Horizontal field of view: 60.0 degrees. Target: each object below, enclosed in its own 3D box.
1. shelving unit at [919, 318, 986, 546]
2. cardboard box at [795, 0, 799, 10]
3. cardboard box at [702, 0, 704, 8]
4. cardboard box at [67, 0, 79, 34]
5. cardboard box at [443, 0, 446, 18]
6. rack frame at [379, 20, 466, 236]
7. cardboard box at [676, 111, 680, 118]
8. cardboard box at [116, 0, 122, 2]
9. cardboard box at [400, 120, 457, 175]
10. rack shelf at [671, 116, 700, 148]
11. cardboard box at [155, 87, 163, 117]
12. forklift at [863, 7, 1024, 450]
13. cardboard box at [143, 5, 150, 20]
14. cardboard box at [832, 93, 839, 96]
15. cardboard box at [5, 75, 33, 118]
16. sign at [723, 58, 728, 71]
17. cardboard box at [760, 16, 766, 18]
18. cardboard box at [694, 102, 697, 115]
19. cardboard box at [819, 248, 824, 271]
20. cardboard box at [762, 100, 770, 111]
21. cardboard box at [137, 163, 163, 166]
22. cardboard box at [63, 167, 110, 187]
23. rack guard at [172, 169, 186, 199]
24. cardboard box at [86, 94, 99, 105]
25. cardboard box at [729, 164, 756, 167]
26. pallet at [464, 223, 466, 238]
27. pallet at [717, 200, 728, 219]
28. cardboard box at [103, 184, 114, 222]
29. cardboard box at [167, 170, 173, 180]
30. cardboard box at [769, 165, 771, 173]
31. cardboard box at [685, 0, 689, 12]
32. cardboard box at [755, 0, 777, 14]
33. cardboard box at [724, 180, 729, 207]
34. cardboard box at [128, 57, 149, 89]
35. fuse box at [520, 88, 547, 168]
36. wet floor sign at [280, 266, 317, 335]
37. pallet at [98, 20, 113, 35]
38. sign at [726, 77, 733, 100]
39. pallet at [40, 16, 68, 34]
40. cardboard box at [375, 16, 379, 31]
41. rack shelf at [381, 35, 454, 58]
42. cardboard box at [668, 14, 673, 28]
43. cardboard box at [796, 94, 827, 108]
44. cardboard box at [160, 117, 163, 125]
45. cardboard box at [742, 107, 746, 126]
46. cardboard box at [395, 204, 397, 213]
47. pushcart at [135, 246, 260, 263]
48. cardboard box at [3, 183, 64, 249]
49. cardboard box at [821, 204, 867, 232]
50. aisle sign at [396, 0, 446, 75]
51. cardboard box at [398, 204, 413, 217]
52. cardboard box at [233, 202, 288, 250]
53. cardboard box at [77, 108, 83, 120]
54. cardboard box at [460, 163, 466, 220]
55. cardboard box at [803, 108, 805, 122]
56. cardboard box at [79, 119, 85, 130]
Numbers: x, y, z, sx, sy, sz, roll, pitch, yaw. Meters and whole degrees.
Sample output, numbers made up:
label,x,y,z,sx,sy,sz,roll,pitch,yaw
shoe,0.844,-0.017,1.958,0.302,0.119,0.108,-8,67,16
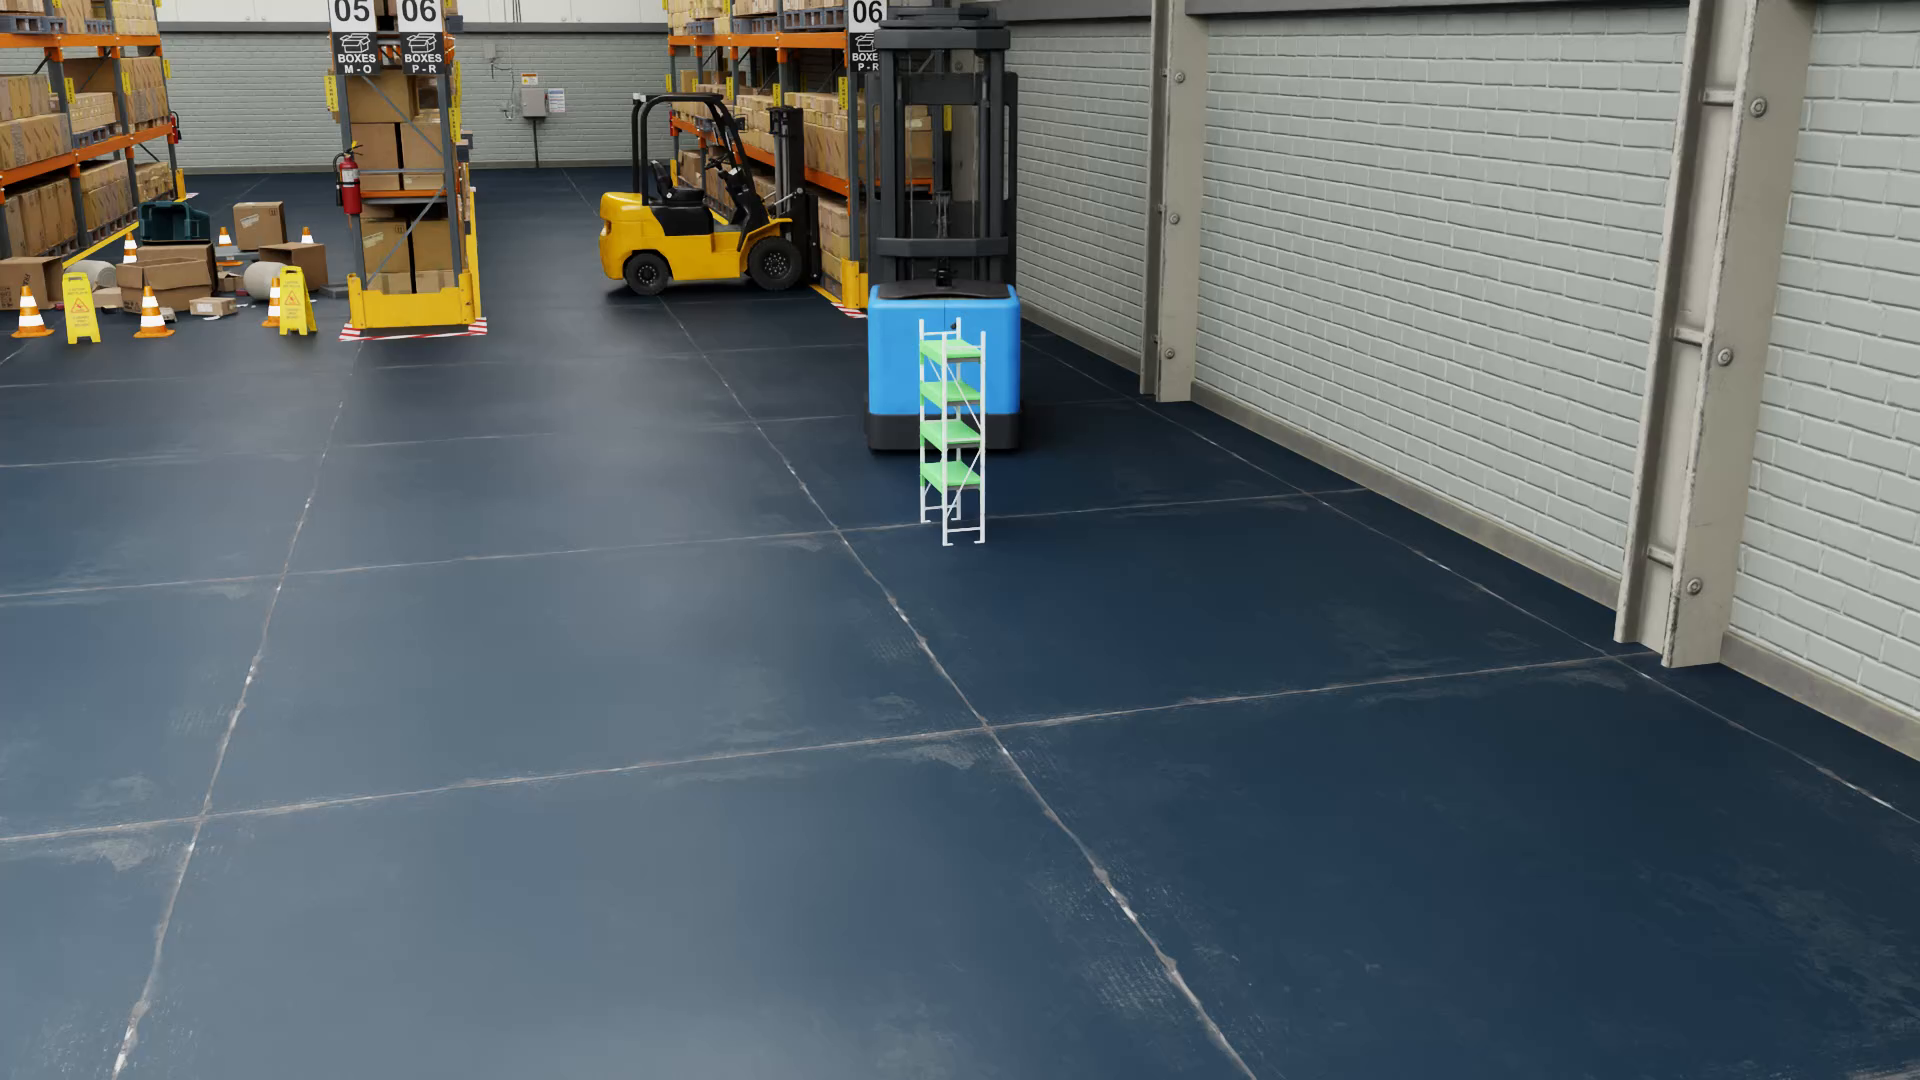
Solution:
label,x,y,z,sx,sy,sz,roll,pitch,yaw
shelving unit,-0.046,-0.620,9.432,0.258,1.200,0.503,-5,17,-15
cardboard box,-1.732,-6.290,19.498,0.380,0.149,0.250,-4,17,-14
cardboard box,-3.892,-8.538,26.464,0.380,0.149,0.250,-5,17,-15
cardboard box,-12.422,-7.181,22.755,0.500,0.500,0.500,-5,17,-15
cardboard box,-5.745,-5.678,17.669,0.500,0.250,0.500,-4,17,-14
rack frame,-7.645,-5.799,23.543,1.000,3.000,0.127,-5,17,-15
cardboard box,-5.246,-8.172,31.881,0.380,0.149,0.250,-5,17,-16
cardboard box,-13.517,-8.599,26.350,0.380,0.149,0.250,-5,17,-17
cardboard box,-5.310,-3.929,16.628,0.500,0.500,0.500,-5,17,-16
rack shelf,-4.523,-7.507,30.481,1.077,0.370,4.000,-5,17,-15
cardboard box,-14.068,-7.536,28.635,0.500,0.500,0.500,-5,17,-16
forklift,-0.139,-2.383,12.289,1.130,2.935,3.031,0,17,-1
cardboard box,-14.062,-8.948,28.204,0.500,0.250,0.500,-5,17,-17
cardboard box,-1.367,-5.450,20.562,0.380,0.149,0.250,-5,17,-17
cardboard box,-11.980,-5.500,20.635,0.700,0.500,0.500,-5,17,-16
sign,-4.533,-9.149,32.135,0.100,0.325,0.005,-5,17,-15
cardboard box,-2.797,-7.938,25.019,0.380,0.149,0.250,-5,17,-16
cardboard box,-4.347,-7.491,28.920,0.500,0.250,0.500,-4,17,-14
cardboard box,-1.364,-3.246,19.094,0.500,0.250,0.500,-5,17,-15
cardboard box,-2.461,-5.872,22.487,0.380,0.149,0.250,-5,17,-15
cardboard box,-14.172,-6.513,29.111,0.380,0.149,0.250,-4,17,-14
cardboard box,-12.597,-5.231,23.963,0.500,0.250,0.500,-5,17,-15
rack guard,-14.555,-6.374,29.803,1.175,0.500,0.348,-5,17,-15
cardboard box,-12.898,-6.469,24.448,0.380,0.149,0.250,-5,18,-17
cardboard box,-3.388,-5.773,25.944,0.380,0.149,0.250,-5,18,-17
pallet,-7.432,-4.247,23.224,1.003,0.211,1.213,-5,17,-15
pallet,-3.374,-5.403,27.073,1.003,0.211,1.213,-5,17,-15
cardboard box,-12.613,-4.880,24.098,0.500,0.500,0.500,-5,17,-17
cardboard box,-14.156,-6.447,29.410,0.380,0.149,0.250,-5,17,-17
cardboard box,-2.764,-5.751,25.872,0.380,0.149,0.250,-4,17,-14
cardboard box,-4.491,-9.306,28.878,0.500,0.250,0.500,-5,17,-16
cardboard box,-2.419,-7.122,21.985,0.500,0.311,0.500,-5,18,-17
cardboard box,-3.470,-5.580,26.430,0.500,0.500,0.500,-4,17,-13
cardboard box,-13.771,-7.725,27.527,0.500,0.500,0.500,-5,18,-17
fuse box,-9.356,-9.078,36.700,0.539,1.711,0.414,-5,17,-15
wet floor sign,-6.423,-2.321,16.058,0.267,0.644,0.232,1,17,4
pallet,-13.409,-7.653,24.829,1.213,0.211,1.003,-5,17,-15
sign,-3.393,-6.663,24.546,0.100,0.325,0.005,-5,17,-15
pallet,-12.149,-6.552,21.164,1.213,0.211,1.003,-4,17,-13
cardboard box,-5.814,-4.979,16.036,0.380,0.149,0.250,-5,17,-15
rack shelf,-8.195,-7.444,25.057,1.077,0.370,4.000,-5,17,-15
cardboard box,-5.213,-9.768,31.286,0.500,0.250,0.500,-5,17,-16
cardboard box,-1.763,-5.261,19.934,0.380,0.149,0.250,-4,17,-14
cardboard box,-14.182,-7.332,29.085,0.380,0.149,0.250,-5,17,-15
cardboard box,-2.850,-6.079,23.868,0.500,0.250,0.500,-4,17,-14
cardboard box,-6.149,-3.507,17.532,0.380,0.149,0.250,-4,17,-14
pushcart,-8.724,-3.242,19.591,1.648,0.377,0.936,-12,20,-34
cardboard box,-12.052,-4.086,21.022,1.050,0.750,0.750,-4,17,-14
cardboard box,-1.247,-3.586,18.488,0.500,0.250,0.500,-4,17,-14
aisle sign,-5.132,-4.838,15.827,0.394,0.787,0.004,-5,17,-15
cardboard box,-6.344,-3.461,18.505,0.500,0.500,0.500,-4,17,-12
cardboard box,-8.249,-3.709,19.614,0.500,0.500,0.500,-5,17,-15
cardboard box,-12.539,-5.971,23.304,0.380,0.149,0.250,-5,17,-15
cardboard box,-7.755,-5.180,24.446,0.875,0.875,0.875,-5,17,-16
cardboard box,-1.701,-5.047,19.740,0.380,0.149,0.250,-5,17,-16
cardboard box,-12.530,-5.823,23.331,0.380,0.149,0.250,-4,17,-13
